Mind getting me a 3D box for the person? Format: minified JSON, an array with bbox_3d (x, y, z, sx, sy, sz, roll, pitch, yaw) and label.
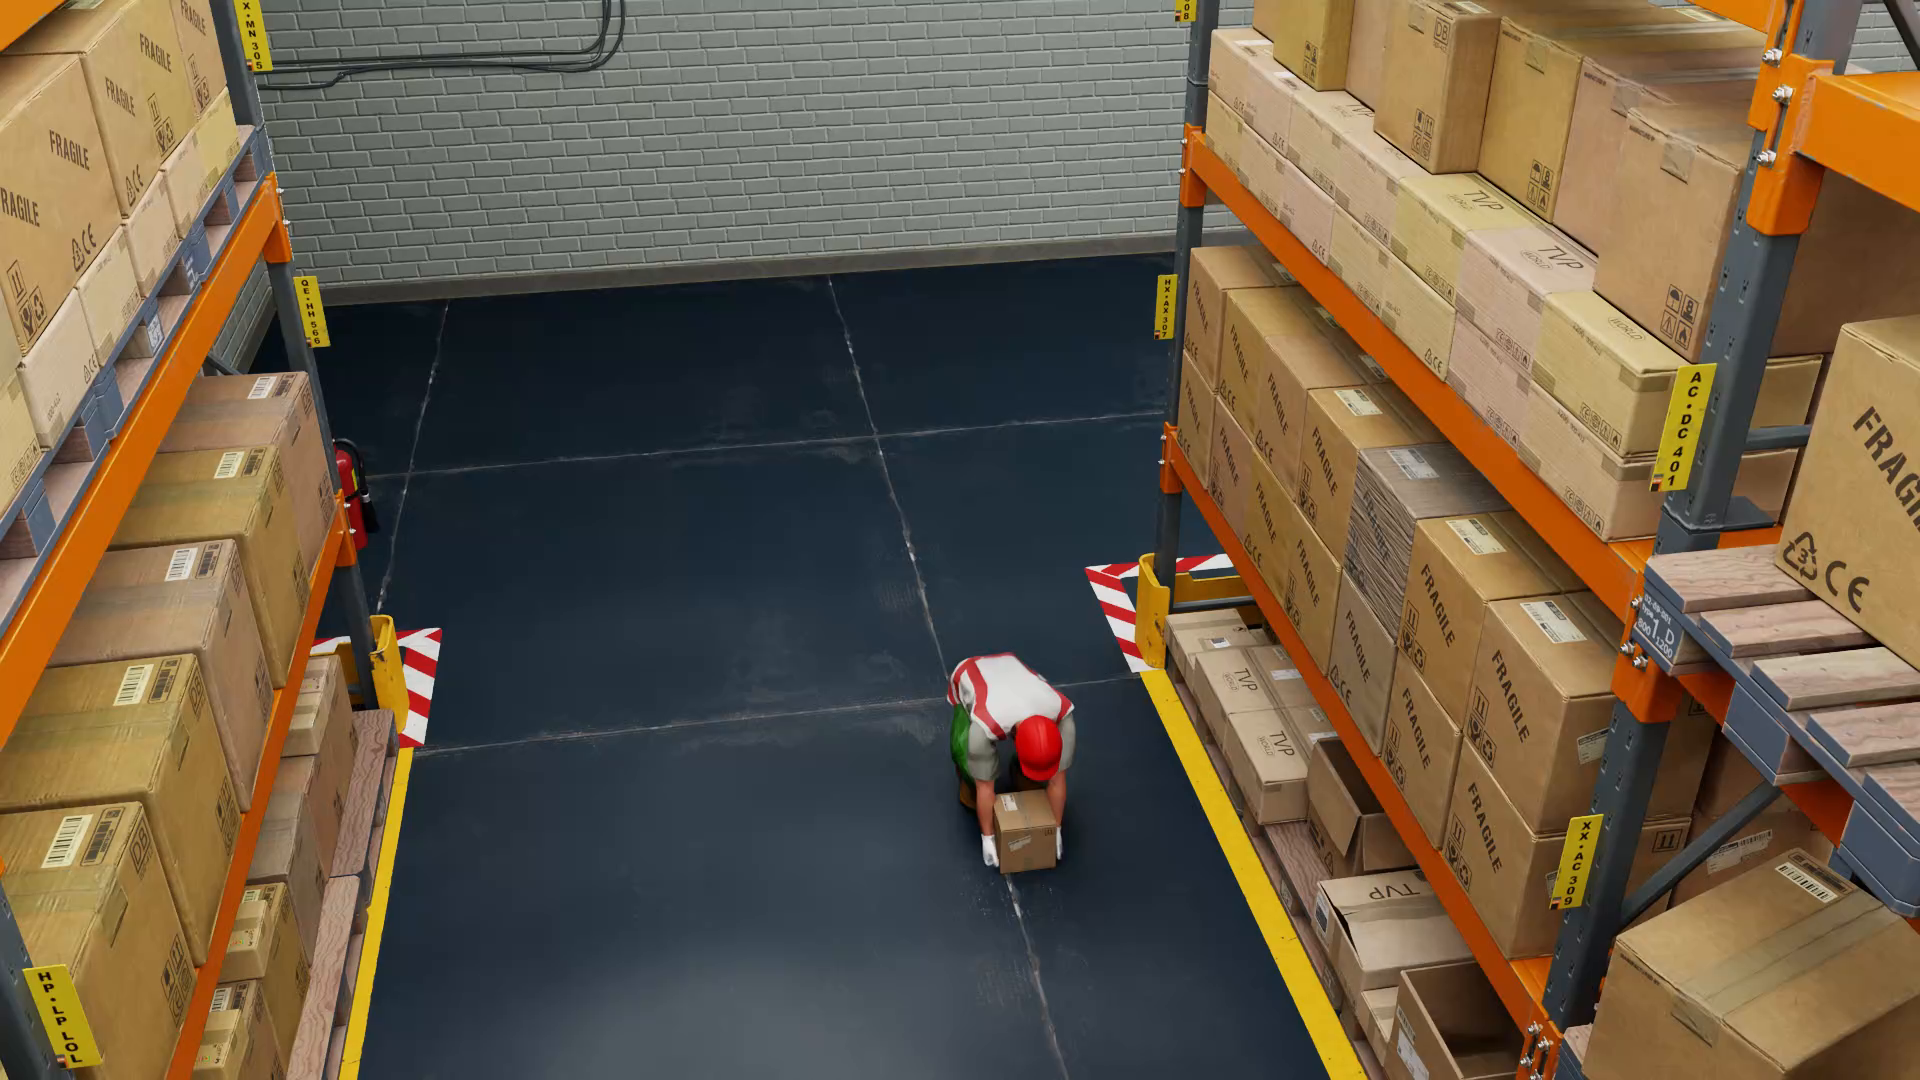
[{"bbox_3d":[0.228,0.953,7.548,0.536,0.830,0.941,-6,31,-10],"label":"person"}]
